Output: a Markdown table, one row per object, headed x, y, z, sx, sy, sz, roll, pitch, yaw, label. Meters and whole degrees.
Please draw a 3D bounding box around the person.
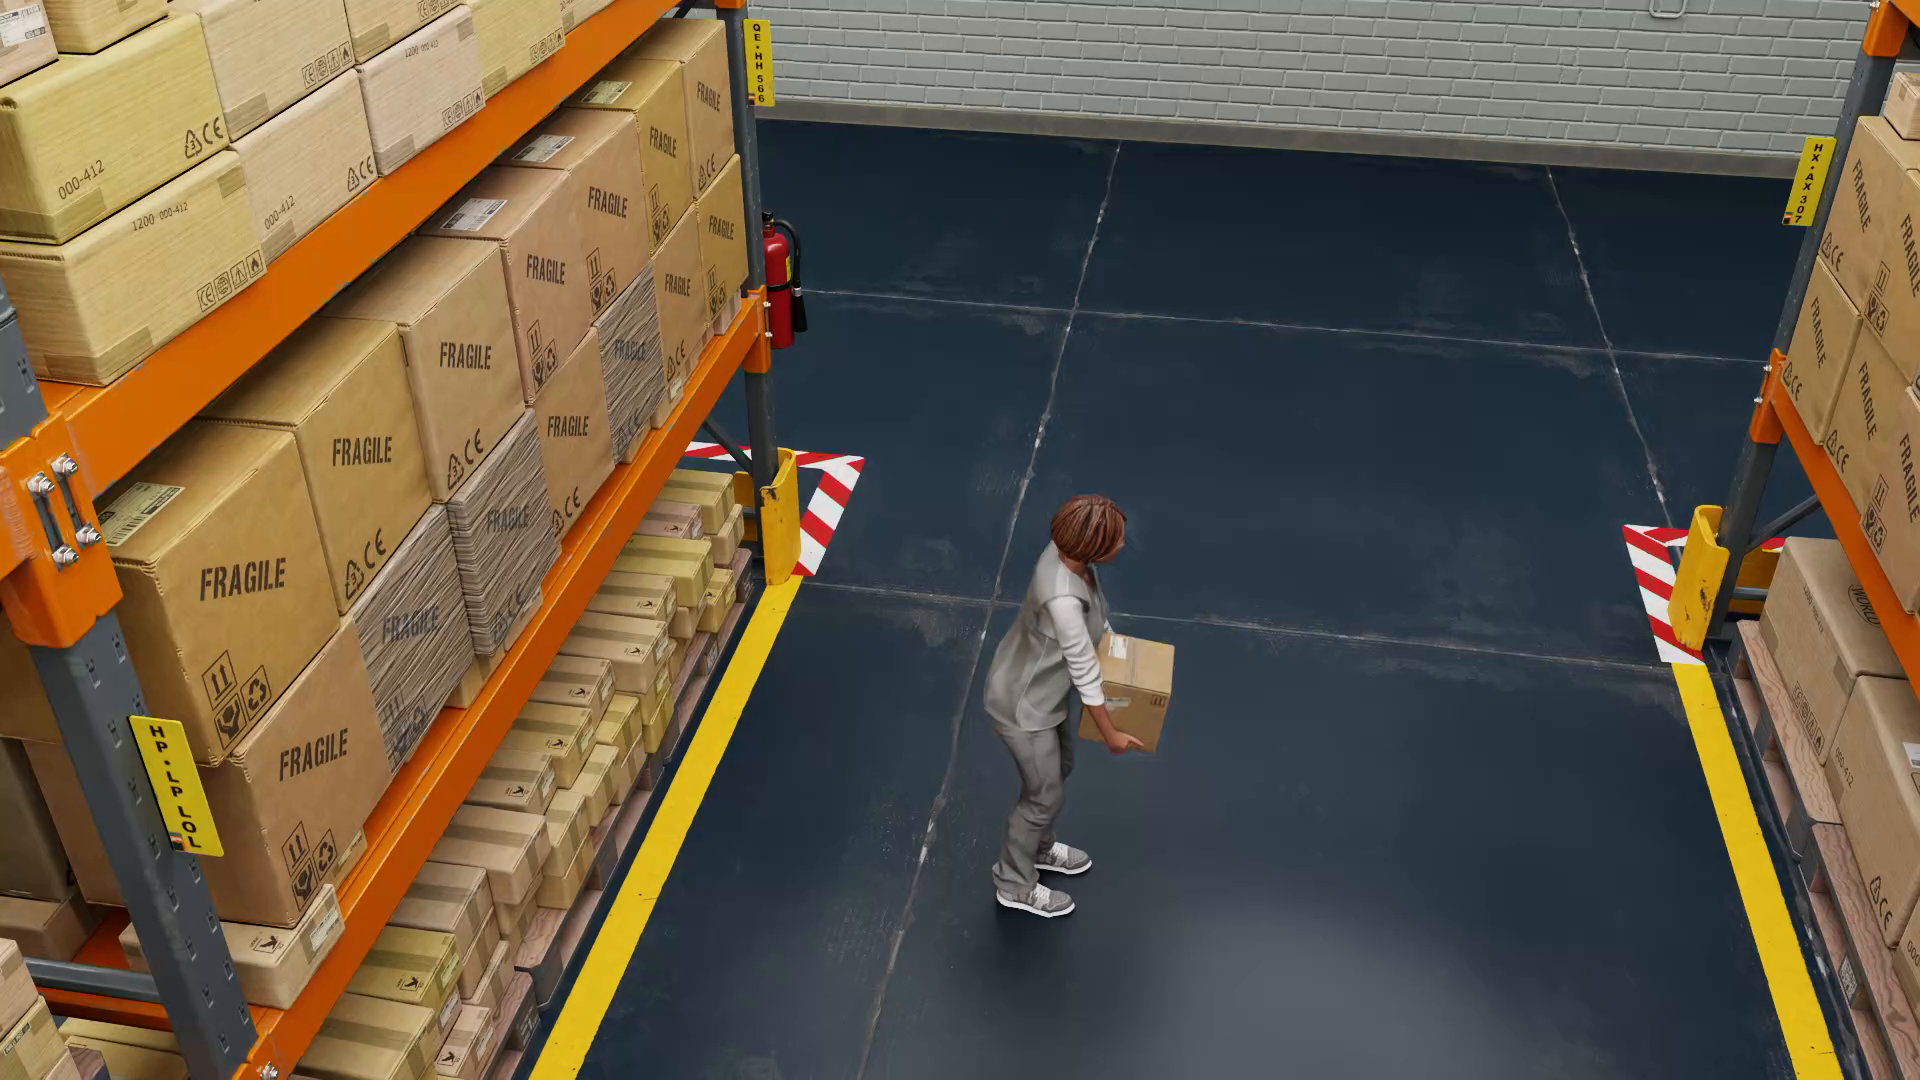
| x | y | z | sx | sy | sz | roll | pitch | yaw | label |
| --- | --- | --- | --- | --- | --- | --- | --- | --- | --- |
| 0.336 | 0.534 | 5.345 | 0.524 | 1.577 | 0.372 | 5 | 33 | 7 | person |
